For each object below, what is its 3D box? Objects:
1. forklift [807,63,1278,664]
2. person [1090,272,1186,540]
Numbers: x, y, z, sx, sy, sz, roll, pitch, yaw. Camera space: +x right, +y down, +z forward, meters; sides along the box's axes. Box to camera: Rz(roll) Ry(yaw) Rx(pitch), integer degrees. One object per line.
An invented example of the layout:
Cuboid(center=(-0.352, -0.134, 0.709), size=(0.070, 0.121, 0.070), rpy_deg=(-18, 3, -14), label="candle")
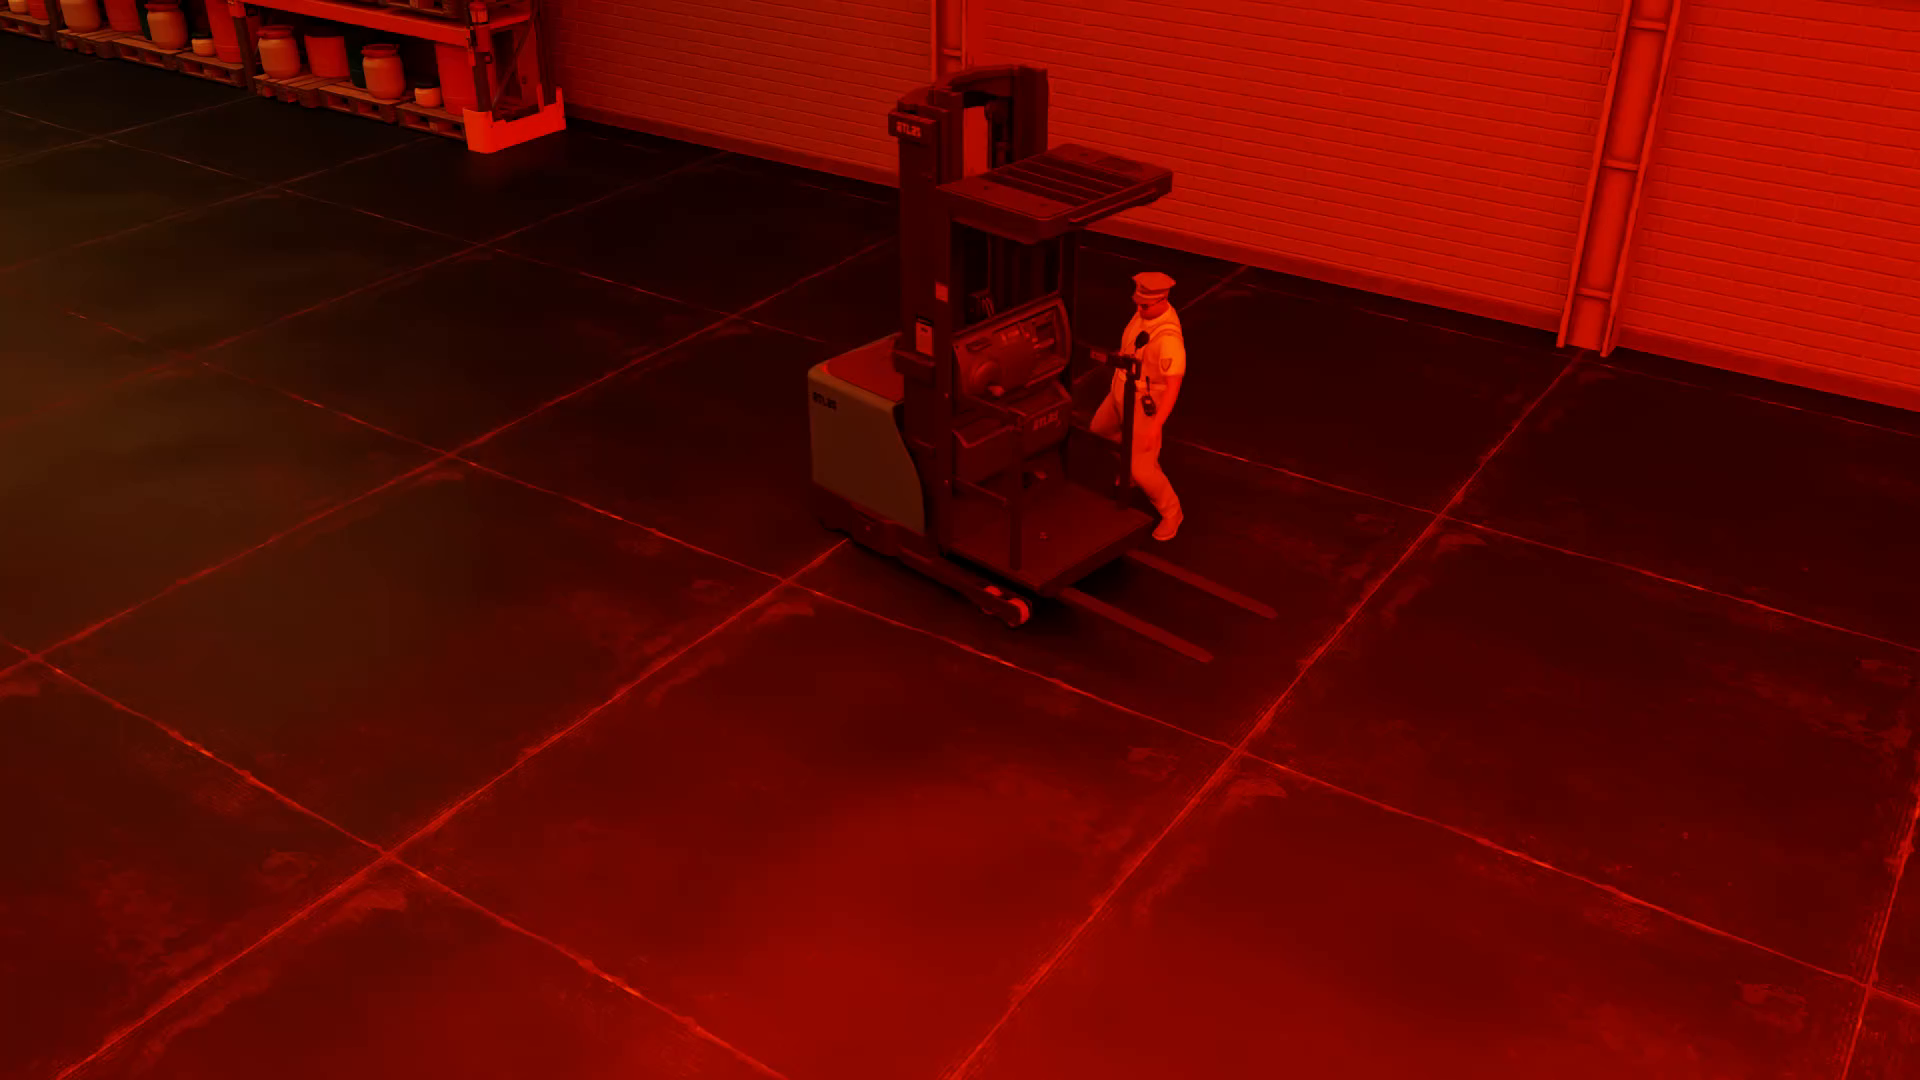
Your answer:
Cuboid(center=(0.459, -1.059, 9.406), size=(3.031, 2.935, 1.130), rpy_deg=(25, 39, 37), label="forklift")
Cuboid(center=(1.141, -0.911, 10.439), size=(0.514, 1.663, 0.921), rpy_deg=(-6, 31, -9), label="person")
